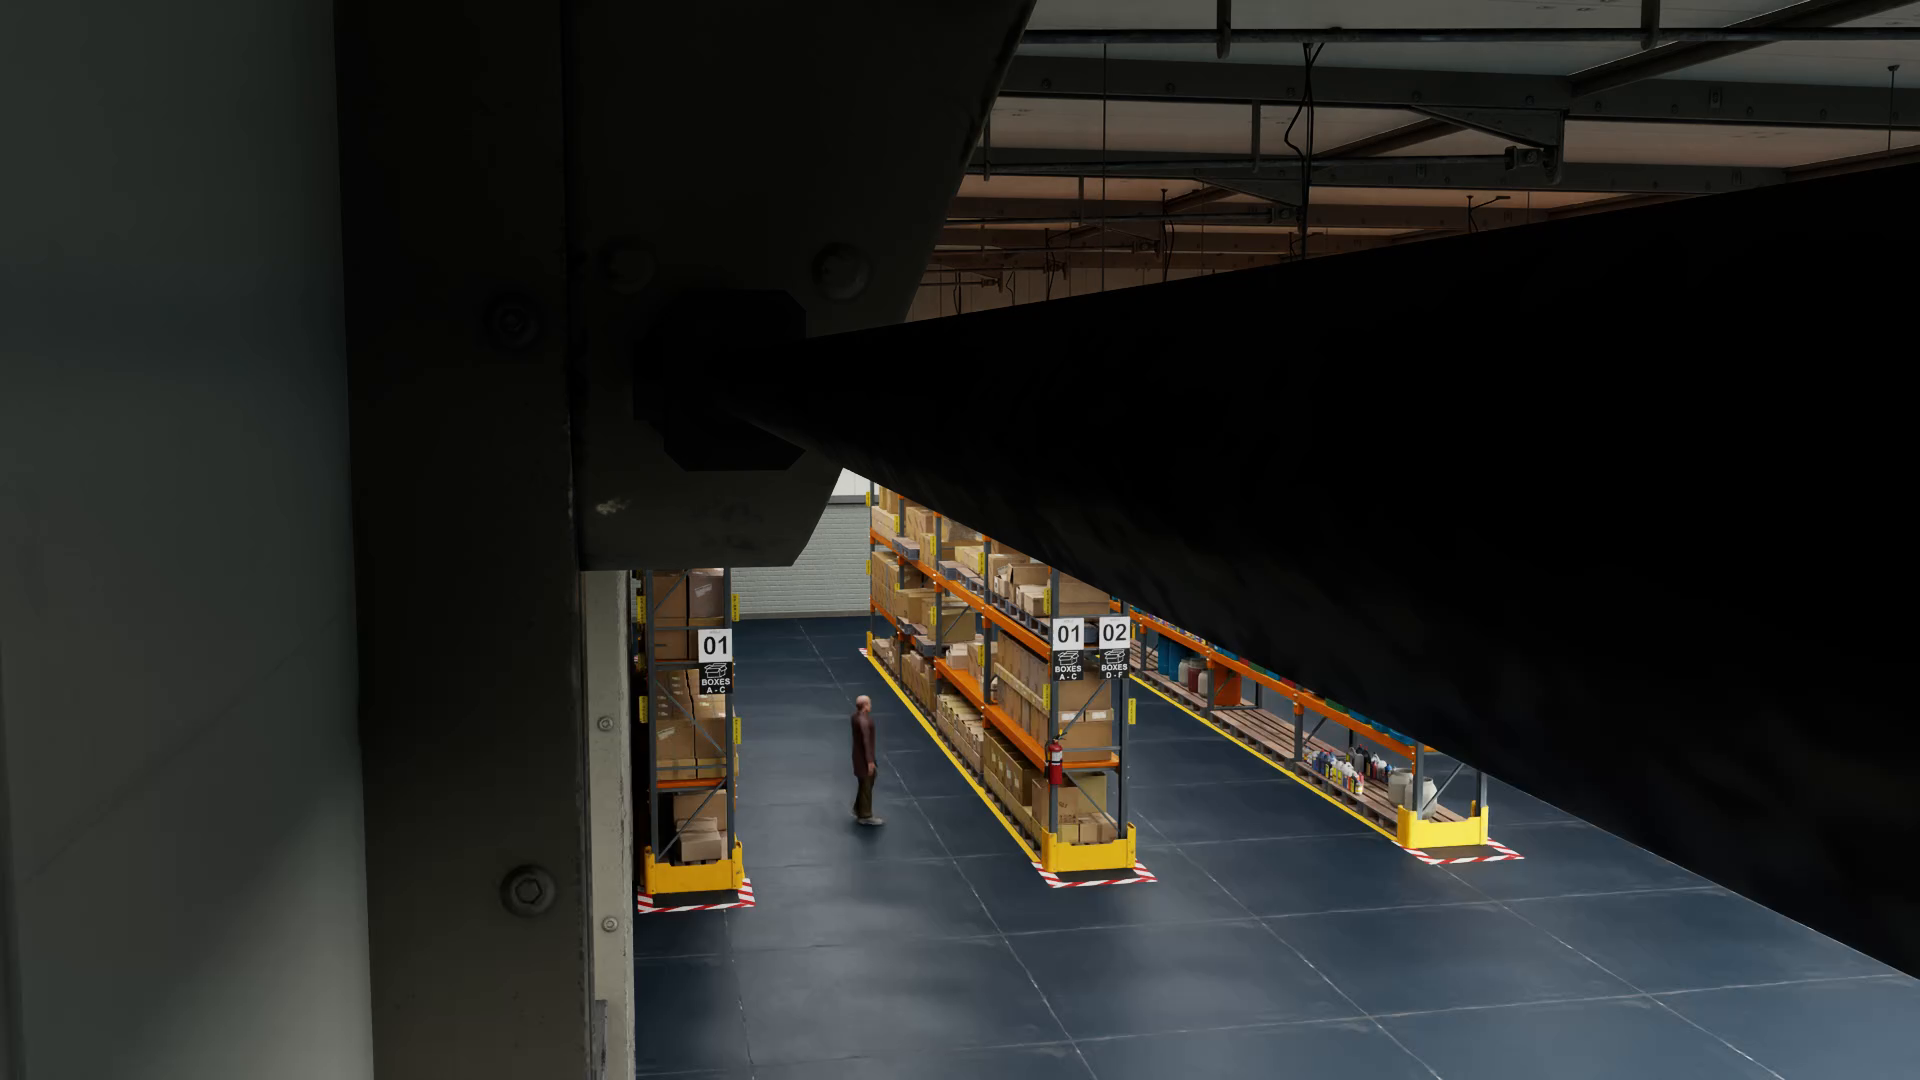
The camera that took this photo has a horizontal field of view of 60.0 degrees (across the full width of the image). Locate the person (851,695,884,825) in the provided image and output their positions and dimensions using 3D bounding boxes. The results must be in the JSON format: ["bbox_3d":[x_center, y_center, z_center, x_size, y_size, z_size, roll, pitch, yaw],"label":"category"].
[{"bbox_3d":[-1.296,3.075,23.089,0.403,1.861,0.666,-1,6,-13],"label":"person"}]
